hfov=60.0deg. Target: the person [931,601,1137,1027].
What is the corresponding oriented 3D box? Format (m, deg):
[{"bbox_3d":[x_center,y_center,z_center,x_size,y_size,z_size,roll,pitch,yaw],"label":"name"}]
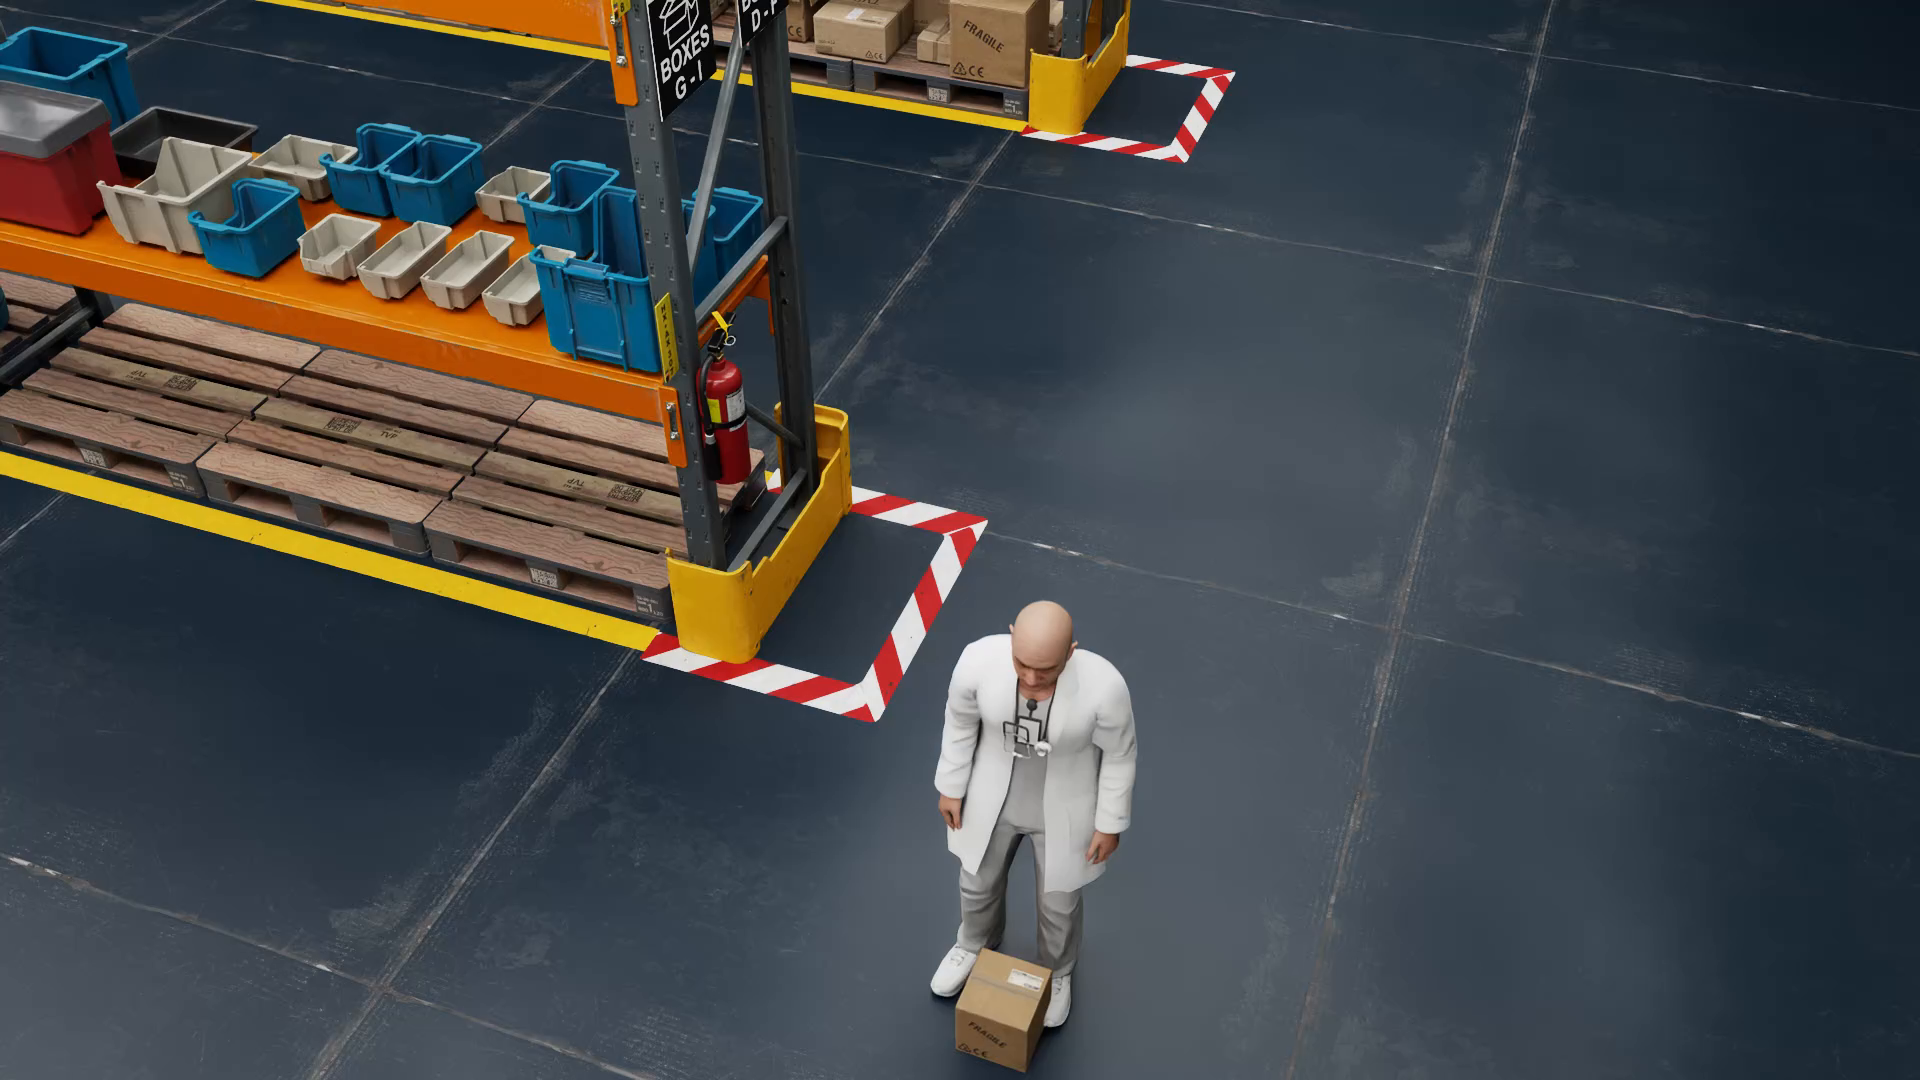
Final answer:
[{"bbox_3d":[0.225,0.831,5.213,0.631,1.773,0.427,12,42,13],"label":"person"}]
